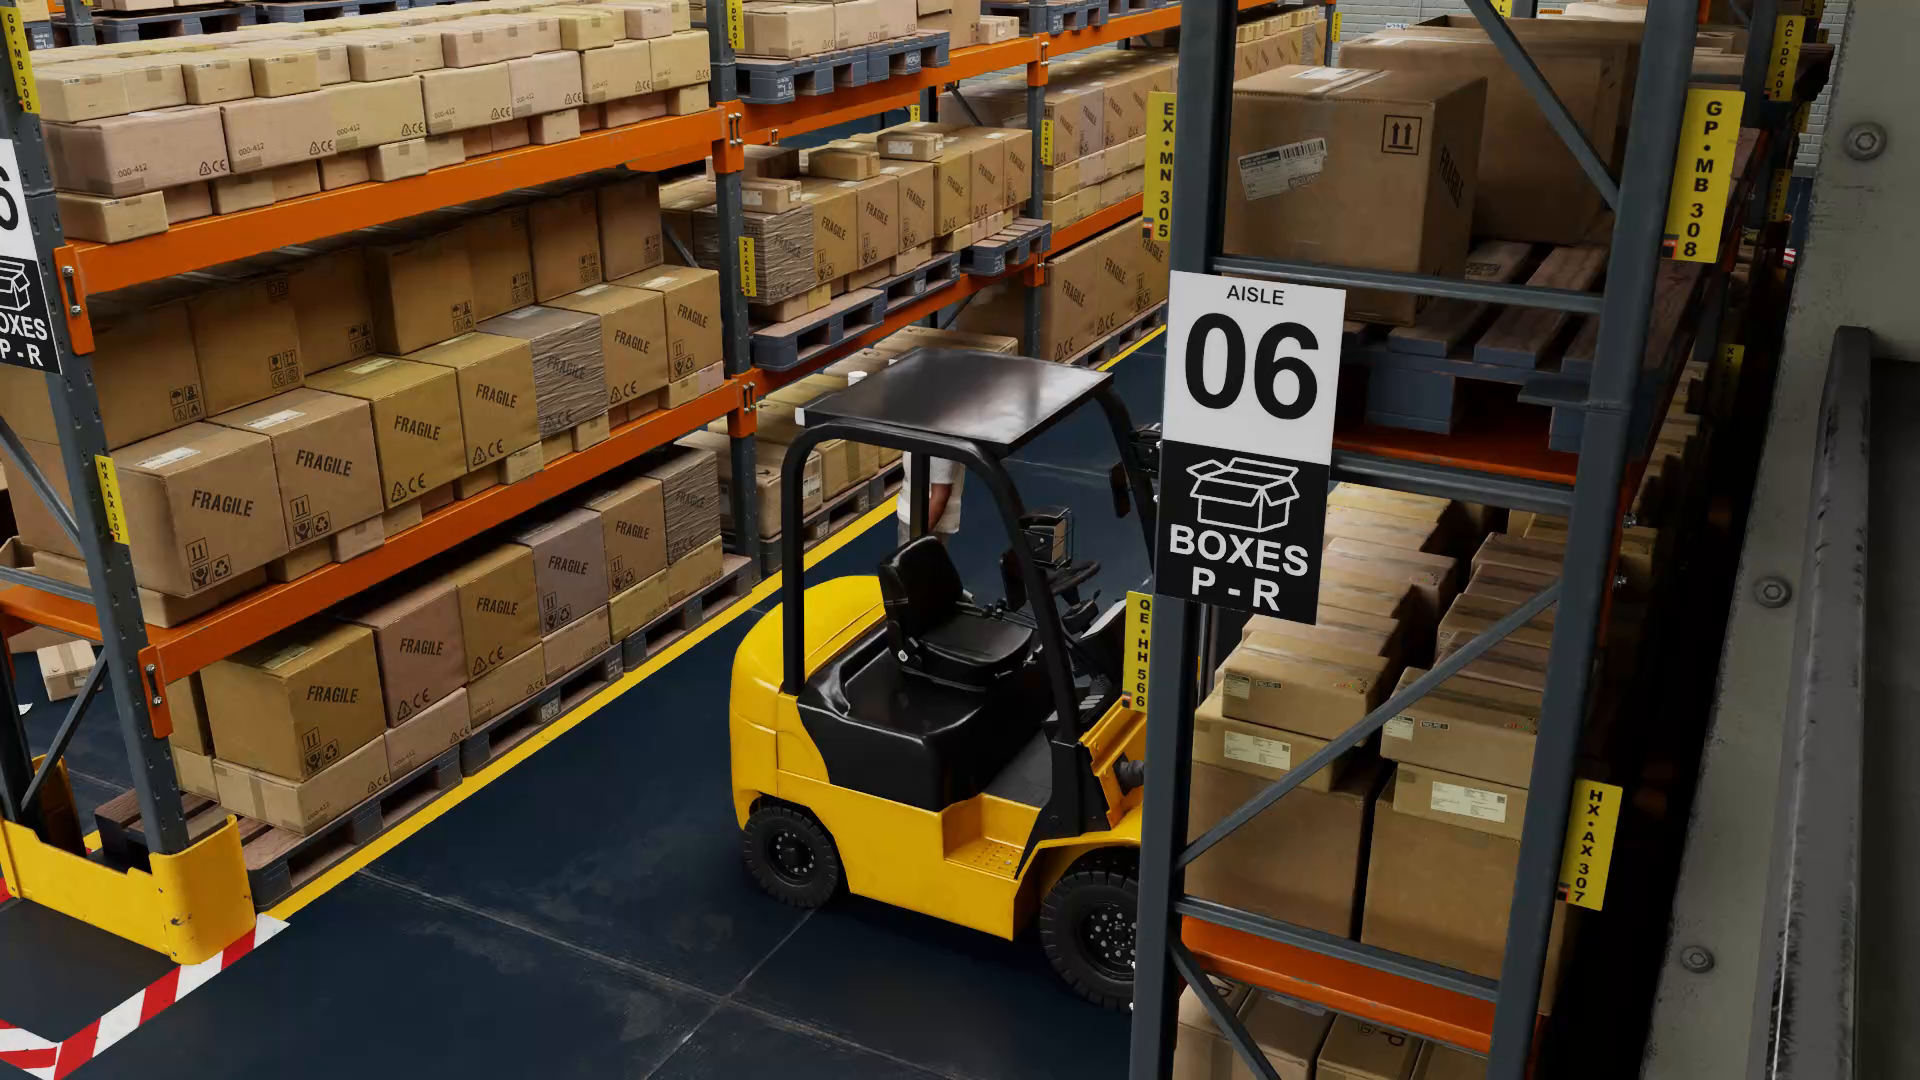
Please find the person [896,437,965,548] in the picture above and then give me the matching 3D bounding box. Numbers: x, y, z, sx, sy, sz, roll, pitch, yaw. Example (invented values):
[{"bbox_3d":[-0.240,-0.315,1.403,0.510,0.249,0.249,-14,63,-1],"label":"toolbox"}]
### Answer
[{"bbox_3d":[-0.249,-0.104,8.500,0.577,1.776,0.656,-1,23,-2],"label":"person"}]
